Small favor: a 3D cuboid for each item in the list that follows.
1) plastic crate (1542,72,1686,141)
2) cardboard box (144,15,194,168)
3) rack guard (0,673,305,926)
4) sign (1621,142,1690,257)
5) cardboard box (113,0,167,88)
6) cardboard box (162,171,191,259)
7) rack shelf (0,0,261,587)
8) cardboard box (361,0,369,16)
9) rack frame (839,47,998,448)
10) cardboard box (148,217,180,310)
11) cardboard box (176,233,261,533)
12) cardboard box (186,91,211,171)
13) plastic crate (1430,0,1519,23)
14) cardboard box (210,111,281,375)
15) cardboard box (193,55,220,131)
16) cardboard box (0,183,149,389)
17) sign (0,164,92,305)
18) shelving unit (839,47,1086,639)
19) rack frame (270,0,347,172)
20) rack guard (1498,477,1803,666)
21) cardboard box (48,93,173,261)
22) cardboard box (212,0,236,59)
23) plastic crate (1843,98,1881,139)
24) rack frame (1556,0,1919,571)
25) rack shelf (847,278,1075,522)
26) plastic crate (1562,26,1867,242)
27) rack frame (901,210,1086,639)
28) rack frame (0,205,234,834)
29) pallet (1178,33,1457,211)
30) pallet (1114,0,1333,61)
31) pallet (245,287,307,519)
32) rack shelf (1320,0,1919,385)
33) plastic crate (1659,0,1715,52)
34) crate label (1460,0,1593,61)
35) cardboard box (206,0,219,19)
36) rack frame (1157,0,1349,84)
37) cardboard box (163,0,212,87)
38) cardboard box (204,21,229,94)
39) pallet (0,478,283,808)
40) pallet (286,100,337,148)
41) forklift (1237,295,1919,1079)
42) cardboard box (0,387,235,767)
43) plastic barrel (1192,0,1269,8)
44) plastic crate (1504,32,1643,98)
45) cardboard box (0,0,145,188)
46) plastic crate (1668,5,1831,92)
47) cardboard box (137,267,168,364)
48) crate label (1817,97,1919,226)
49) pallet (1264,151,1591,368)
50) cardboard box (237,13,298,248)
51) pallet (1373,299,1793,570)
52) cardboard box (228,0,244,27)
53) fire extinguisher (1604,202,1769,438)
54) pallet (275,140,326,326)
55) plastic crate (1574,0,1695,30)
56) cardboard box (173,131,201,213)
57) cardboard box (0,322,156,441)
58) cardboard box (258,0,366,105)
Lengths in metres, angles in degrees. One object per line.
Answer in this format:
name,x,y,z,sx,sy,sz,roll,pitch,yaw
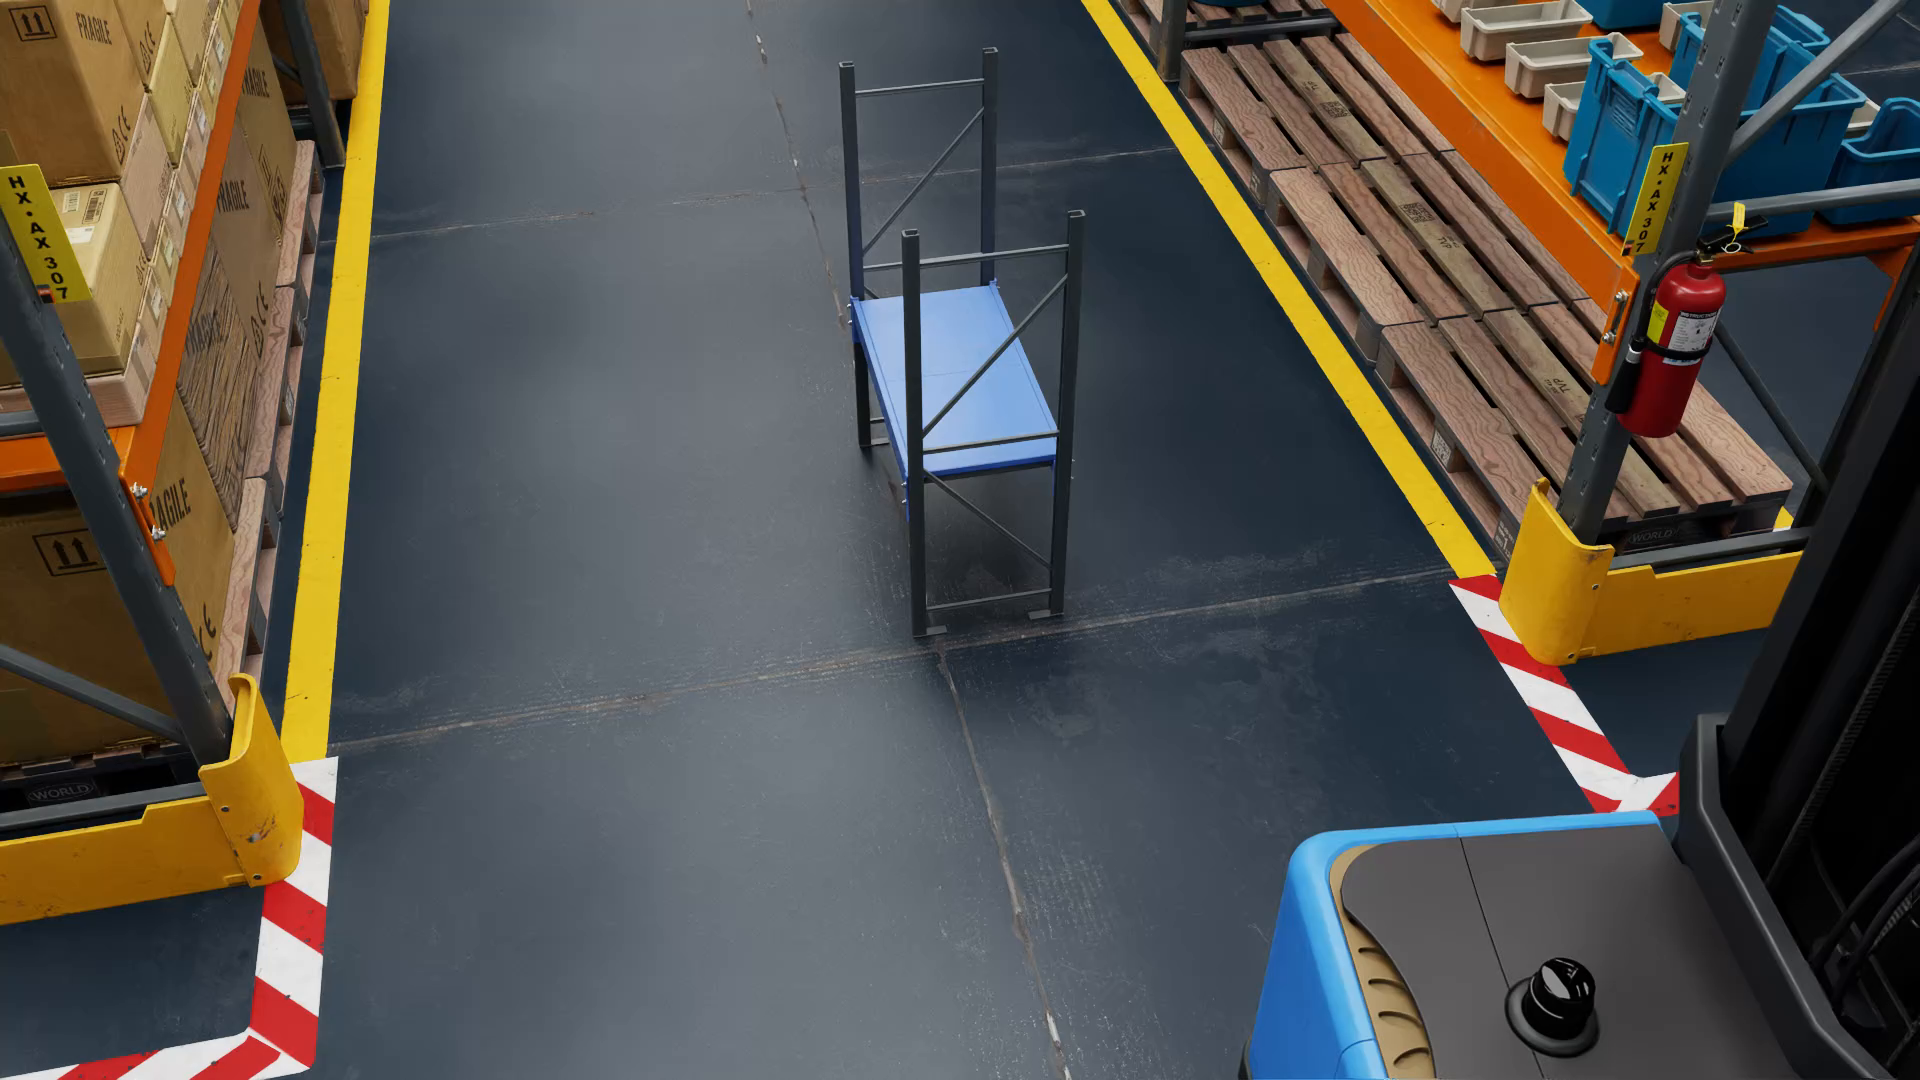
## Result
plastic crate,2.006,-1.347,5.161,0.396,0.136,0.243,-8,42,-9
cardboard box,-2.541,-1.278,4.819,0.500,0.250,0.500,-10,43,-11
rack guard,-2.472,0.740,4.540,1.175,0.500,0.348,-8,42,-9
sign,1.825,-0.892,4.372,0.100,0.325,0.005,-8,42,-9
cardboard box,-2.543,-1.555,4.566,0.500,0.500,0.500,-9,42,-10
cardboard box,-2.401,-0.895,4.688,0.380,0.149,0.250,-9,42,-10
rack shelf,-2.909,-1.238,5.427,1.077,0.370,4.000,-8,42,-9
cardboard box,-3.692,-3.157,8.331,1.225,0.875,0.875,-10,43,-11
rack frame,-0.128,-0.946,5.686,0.500,1.500,0.032,-8,42,-9
cardboard box,-2.344,-0.726,4.497,0.380,0.149,0.250,-9,42,-10
cardboard box,-2.890,-0.566,5.412,0.875,0.875,0.875,-8,42,-9
cardboard box,-2.511,-1.227,5.062,0.380,0.149,0.250,-9,42,-10
plastic crate,1.792,-1.903,5.787,0.298,0.136,0.250,-8,42,-9
cardboard box,-3.082,-1.143,6.062,0.875,0.875,0.875,-8,42,-9
cardboard box,-2.565,-1.391,5.246,0.380,0.149,0.250,-9,42,-10
cardboard box,-2.317,-0.615,4.073,0.500,0.250,0.500,-9,42,-10
sign,-1.934,-0.639,3.499,0.100,0.325,0.005,-8,42,-9
shelving unit,-0.018,-0.616,5.314,0.538,1.500,1.048,-8,42,-9
rack frame,-3.341,-2.803,6.648,1.000,3.000,0.127,-8,42,-9
rack guard,2.377,0.028,5.341,1.175,0.500,0.348,-8,42,-9
cardboard box,-2.436,-0.951,4.451,0.500,0.250,0.500,-9,42,-10
cardboard box,-2.677,-1.726,5.624,0.380,0.149,0.250,-9,42,-10
plastic crate,2.639,-1.271,5.076,0.250,0.136,0.298,-8,42,-9
rack frame,2.359,-0.920,4.527,1.000,3.000,0.127,-8,42,-9
rack shelf,-0.018,-0.482,5.434,0.538,0.185,1.000,-8,42,-9
plastic crate,2.104,-1.146,4.710,0.616,0.435,0.499,-8,42,-9
rack frame,0.091,-0.287,4.943,0.500,1.500,0.032,-8,42,-9
rack frame,-2.477,-0.210,3.727,1.000,3.000,0.127,-8,42,-9
pallet,1.692,-1.999,7.843,1.003,0.211,1.213,-8,42,-9
pallet,1.370,-2.976,8.944,1.003,0.211,1.213,-8,42,-9
pallet,-2.986,-0.464,6.114,1.003,0.211,1.213,-8,42,-9
rack shelf,1.927,-1.947,6.226,1.077,0.370,4.000,-8,42,-9
plastic crate,2.492,-1.711,5.571,0.250,0.136,0.298,-8,42,-9
crate label,1.874,-1.714,5.574,0.396,0.136,0.243,-8,42,-9
cardboard box,-2.765,-1.944,5.569,0.500,0.250,0.500,-8,42,-8
rack frame,1.496,-3.513,7.448,1.000,3.000,0.127,-8,42,-9
cardboard box,-2.658,-1.615,5.199,0.500,0.250,0.500,-9,42,-10
cardboard box,-2.623,-1.560,5.438,0.380,0.149,0.250,-8,42,-9
pallet,-2.726,0.325,5.224,1.003,0.211,1.213,-8,42,-9
pallet,-3.581,-2.250,8.125,1.003,0.211,1.213,-8,42,-9
forklift,2.211,0.554,2.918,3.031,2.935,1.130,-3,42,-4
cardboard box,-2.693,0.024,4.748,0.875,0.875,0.875,-8,42,-9
plastic barrel,1.395,-3.240,8.405,0.600,0.901,0.708,-8,42,-9
plastic crate,1.958,-1.537,5.375,0.396,0.136,0.243,-8,42,-9
cardboard box,-2.425,-1.220,4.189,0.500,0.500,0.500,-9,42,-10
plastic crate,2.485,-1.514,5.277,0.416,0.233,0.300,-8,42,-9
cardboard box,-2.288,-0.560,4.310,0.380,0.149,0.250,-9,42,-10
crate label,2.627,-1.087,4.796,0.416,0.233,0.303,-8,42,-9
pallet,1.959,-1.207,6.950,1.003,0.211,1.213,-8,42,-9
cardboard box,-3.276,-1.726,6.719,0.875,0.875,0.875,-8,42,-9
pallet,2.219,-0.417,6.061,1.003,0.211,1.213,-8,42,-9
cardboard box,-2.732,-1.892,5.811,0.380,0.149,0.250,-8,42,-8
fire extinguisher,1.948,-0.589,4.493,0.296,0.674,0.183,-8,42,-9
pallet,-3.253,-1.256,7.006,1.003,0.211,1.213,-8,42,-9
plastic crate,2.343,-1.941,5.758,0.416,0.233,0.300,-8,42,-9
cardboard box,-2.455,-1.060,4.873,0.380,0.149,0.250,-9,42,-10
cardboard box,-2.232,-0.394,4.123,0.380,0.149,0.250,-8,42,-9
cardboard box,-3.498,-2.578,7.678,1.225,0.875,0.875,-8,42,-9
